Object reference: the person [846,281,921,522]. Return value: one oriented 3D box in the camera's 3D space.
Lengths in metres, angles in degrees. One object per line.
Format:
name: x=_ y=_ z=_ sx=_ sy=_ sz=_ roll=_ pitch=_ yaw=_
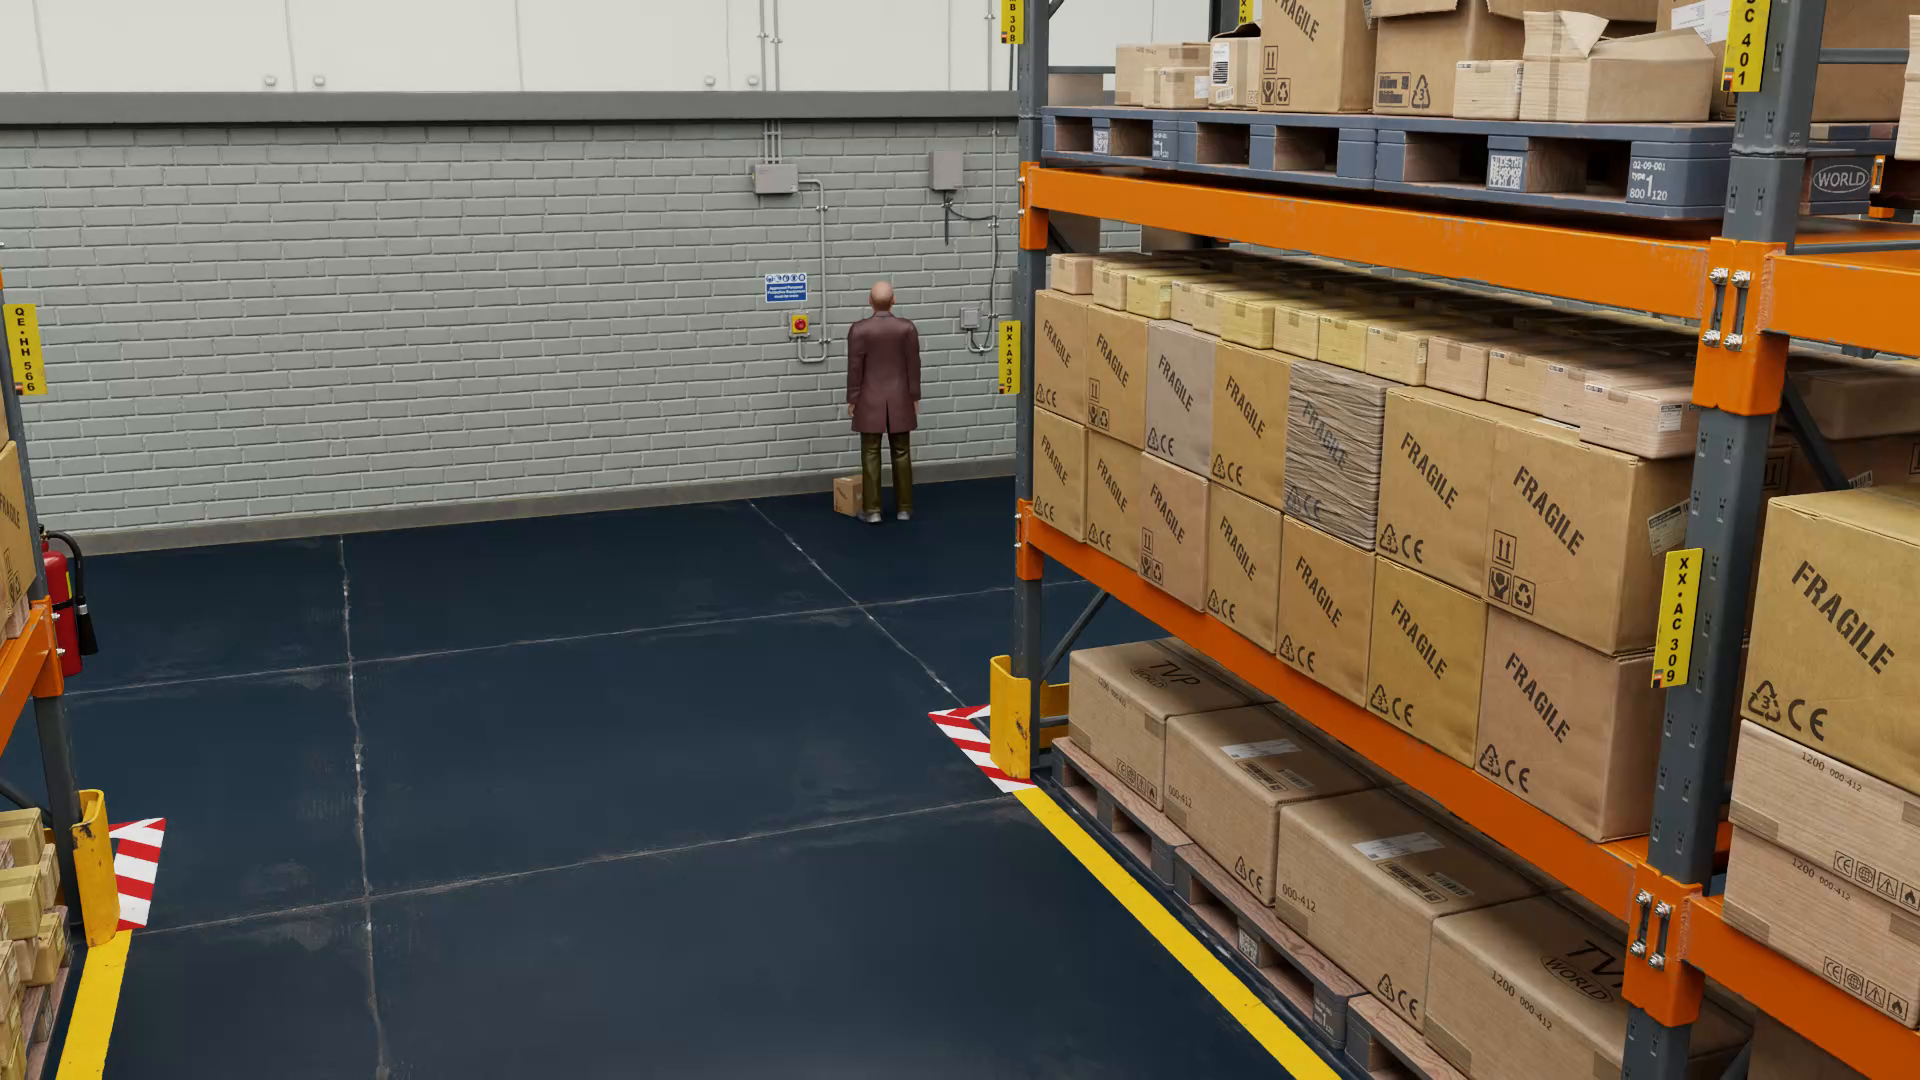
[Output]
person: x=-0.571 y=-1.026 z=12.286 sx=0.555 sy=1.787 sz=0.396 roll=-3 pitch=16 yaw=-11
